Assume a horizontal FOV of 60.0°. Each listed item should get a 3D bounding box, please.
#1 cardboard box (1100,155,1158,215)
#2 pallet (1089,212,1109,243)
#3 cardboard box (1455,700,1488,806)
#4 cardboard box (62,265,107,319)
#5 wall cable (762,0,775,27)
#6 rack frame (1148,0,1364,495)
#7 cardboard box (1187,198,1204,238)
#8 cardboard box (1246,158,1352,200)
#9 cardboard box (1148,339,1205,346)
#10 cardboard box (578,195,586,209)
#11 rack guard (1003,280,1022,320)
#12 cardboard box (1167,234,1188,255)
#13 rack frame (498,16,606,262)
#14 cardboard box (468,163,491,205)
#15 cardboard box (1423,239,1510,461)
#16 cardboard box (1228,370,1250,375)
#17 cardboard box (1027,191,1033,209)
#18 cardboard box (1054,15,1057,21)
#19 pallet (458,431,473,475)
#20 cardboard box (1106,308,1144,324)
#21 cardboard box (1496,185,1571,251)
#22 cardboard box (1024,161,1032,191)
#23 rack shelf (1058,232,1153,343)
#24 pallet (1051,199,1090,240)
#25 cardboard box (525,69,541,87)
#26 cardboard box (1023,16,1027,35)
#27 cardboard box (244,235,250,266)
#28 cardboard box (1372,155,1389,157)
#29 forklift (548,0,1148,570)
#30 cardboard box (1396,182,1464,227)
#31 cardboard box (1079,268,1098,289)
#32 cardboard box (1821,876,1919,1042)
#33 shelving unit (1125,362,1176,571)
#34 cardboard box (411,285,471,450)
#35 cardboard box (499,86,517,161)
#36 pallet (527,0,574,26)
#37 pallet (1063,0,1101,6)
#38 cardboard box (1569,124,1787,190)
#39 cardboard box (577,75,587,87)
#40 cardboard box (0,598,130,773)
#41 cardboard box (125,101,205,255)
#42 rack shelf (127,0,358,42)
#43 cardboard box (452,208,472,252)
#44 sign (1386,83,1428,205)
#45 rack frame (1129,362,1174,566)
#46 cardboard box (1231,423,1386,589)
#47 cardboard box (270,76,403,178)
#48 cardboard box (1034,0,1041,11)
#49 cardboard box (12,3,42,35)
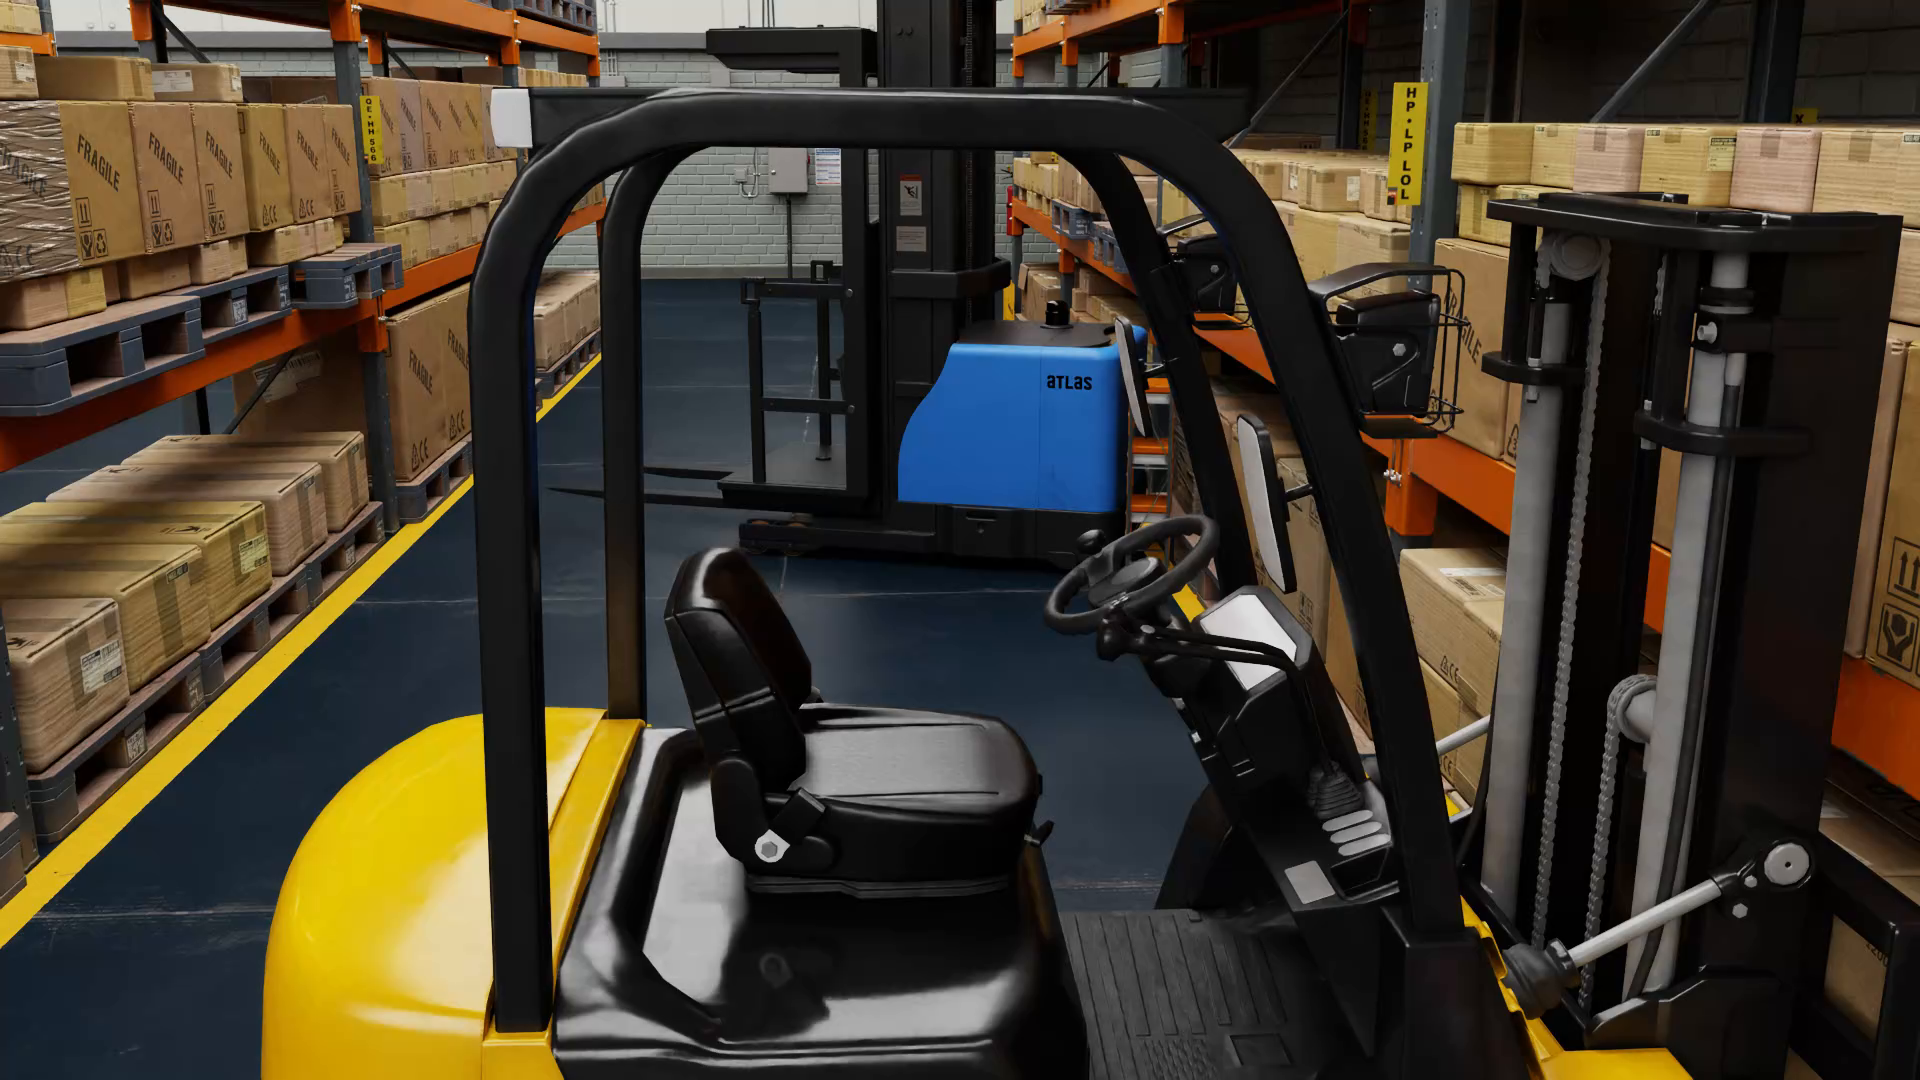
[{"bbox_3d":[1.230,-2.218,10.079,0.797,0.503,0.637,-1,14,-5],"label":"cardboard box"},{"bbox_3d":[1.391,-1.953,10.481,1.003,0.211,1.213,-1,14,-3],"label":"pallet"},{"bbox_3d":[1.519,0.569,3.966,0.500,0.250,0.500,-1,14,-4],"label":"cardboard box"},{"bbox_3d":[-2.915,-0.776,5.184,0.380,0.149,0.250,-1,14,-2],"label":"cardboard box"},{"bbox_3d":[-1.033,-7.852,20.911,2.988,3.039,0.133,-1,14,-3],"label":"wall cable"},{"bbox_3d":[1.516,-1.562,8.577,1.000,3.000,0.127,-1,14,-3],"label":"rack frame"},{"bbox_3d":[1.330,-1.493,7.606,0.500,0.250,0.500,0,14,-2],"label":"cardboard box"},{"bbox_3d":[1.319,-1.393,6.420,0.380,0.149,0.250,-1,14,-5],"label":"cardboard box"},{"bbox_3d":[1.185,-1.055,9.480,0.380,0.149,0.250,-2,15,-6],"label":"cardboard box"},{"bbox_3d":[-3.582,-3.154,14.563,0.500,0.500,0.500,0,14,-2],"label":"cardboard box"},{"bbox_3d":[1.025,-2.322,16.548,1.175,0.500,0.348,-1,14,-3],"label":"rack guard"},{"bbox_3d":[1.300,-1.375,8.153,0.500,0.250,0.500,-1,14,-3],"label":"cardboard box"},{"bbox_3d":[-3.933,-3.474,16.009,1.000,3.000,0.127,-1,14,-3],"label":"rack frame"},{"bbox_3d":[-3.339,-2.290,10.704,0.500,0.250,0.500,-1,14,-2],"label":"cardboard box"},{"bbox_3d":[1.531,-0.501,4.254,0.500,0.500,0.500,-1,14,-5],"label":"cardboard box"},{"bbox_3d":[1.770,-0.664,9.261,0.500,0.500,0.500,0,14,-1],"label":"cardboard box"},{"bbox_3d":[0.797,-3.023,14.759,0.380,0.149,0.250,-1,14,-5],"label":"cardboard box"},{"bbox_3d":[0.931,-4.101,12.928,0.380,0.149,0.250,0,14,-2],"label":"cardboard box"},{"bbox_3d":[-3.484,-0.634,10.567,1.003,0.211,1.213,-1,14,-3],"label":"pallet"},{"bbox_3d":[1.168,-1.447,11.001,0.380,0.149,0.250,0,14,-1],"label":"cardboard box"},{"bbox_3d":[1.539,-0.782,4.044,0.380,0.149,0.250,-1,14,-2],"label":"cardboard box"},{"bbox_3d":[0.846,-3.255,14.860,0.500,0.250,0.500,-1,14,-4],"label":"cardboard box"},{"bbox_3d":[1.392,-1.711,10.600,1.077,0.370,4.000,-1,14,-3],"label":"rack shelf"},{"bbox_3d":[1.209,-2.263,11.689,1.003,0.211,1.213,-1,14,-3],"label":"pallet"},{"bbox_3d":[-3.490,-3.598,12.981,0.380,0.149,0.250,-1,14,-4],"label":"cardboard box"},{"bbox_3d":[0.762,-4.607,14.898,0.380,0.149,0.250,-1,14,-2],"label":"cardboard box"},{"bbox_3d":[-3.105,-1.165,6.697,0.380,0.149,0.250,-1,14,-3],"label":"cardboard box"},{"bbox_3d":[1.943,-1.531,6.955,0.380,0.149,0.250,-1,14,-4],"label":"cardboard box"},{"bbox_3d":[-0.606,-1.459,8.316,3.031,2.935,1.130,4,15,14],"label":"forklift"},{"bbox_3d":[1.521,-1.011,4.935,0.380,0.149,0.250,0,14,-2],"label":"cardboard box"},{"bbox_3d":[1.086,-1.915,12.226,0.380,0.149,0.250,-1,14,-4],"label":"cardboard box"},{"bbox_3d":[1.593,0.710,2.417,0.500,0.250,0.500,-1,14,-3],"label":"cardboard box"},{"bbox_3d":[0.895,-0.361,7.808,0.215,1.050,0.252,2,14,8],"label":"shelving unit"},{"bbox_3d":[-3.449,-1.054,10.023,0.875,0.875,0.875,-1,14,-3],"label":"cardboard box"},{"bbox_3d":[-3.407,-2.905,11.589,0.500,0.500,0.500,0,14,-2],"label":"cardboard box"},{"bbox_3d":[-3.798,-4.395,13.748,1.003,0.211,1.213,-1,14,-3],"label":"pallet"},{"bbox_3d":[1.306,-3.497,10.457,1.213,0.211,1.003,-1,14,-3],"label":"pallet"},{"bbox_3d":[1.619,-0.863,3.762,0.380,0.149,0.250,-1,14,-4],"label":"cardboard box"},{"bbox_3d":[-3.572,-4.109,14.968,0.380,0.149,0.250,-1,14,-4],"label":"cardboard box"},{"bbox_3d":[-3.225,0.449,5.192,0.950,0.372,0.625,-1,14,-3],"label":"cardboard box"},{"bbox_3d":[-2.981,-1.254,5.741,0.500,0.500,0.500,-1,14,-4],"label":"cardboard box"},{"bbox_3d":[-3.314,-2.091,6.059,1.077,0.370,4.000,-1,14,-3],"label":"rack shelf"},{"bbox_3d":[-3.327,-1.918,10.262,0.500,0.250,0.500,-1,14,-3],"label":"cardboard box"},{"bbox_3d":[1.223,-1.079,4.535,0.100,0.325,0.005,-1,14,-3],"label":"sign"},{"bbox_3d":[0.913,-0.390,7.926,0.200,1.050,0.008,2,14,8],"label":"rack frame"},{"bbox_3d":[1.631,-0.130,6.935,0.875,0.625,0.625,-1,15,-6],"label":"cardboard box"},{"bbox_3d":[-3.224,-2.144,8.630,0.500,0.500,0.500,-1,14,-5],"label":"cardboard box"},{"bbox_3d":[0.902,-4.579,13.989,0.500,0.250,0.500,-1,14,-4],"label":"cardboard box"},{"bbox_3d":[-8.575,-4.644,14.835,0.500,0.250,0.500,-1,14,-5],"label":"cardboard box"}]
